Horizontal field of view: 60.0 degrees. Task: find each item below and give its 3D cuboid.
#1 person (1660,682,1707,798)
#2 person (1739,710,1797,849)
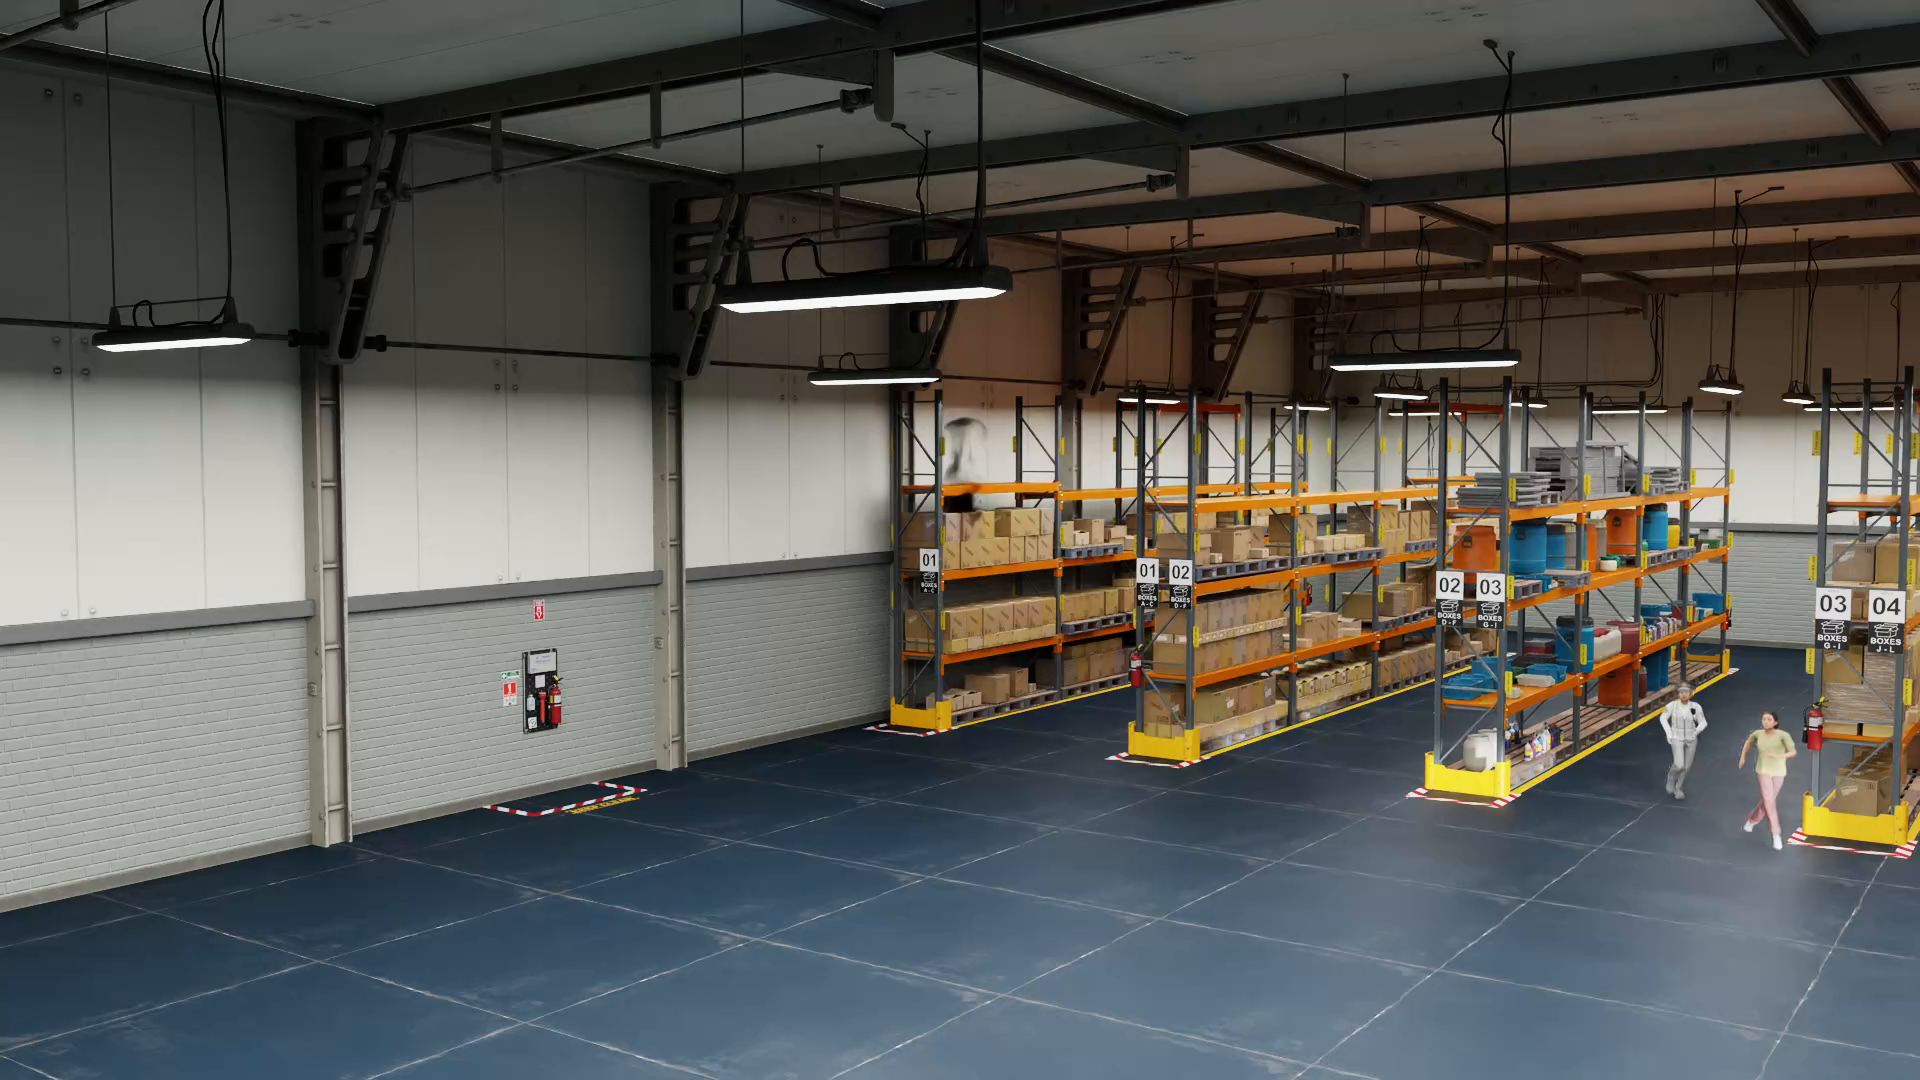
[{"bbox_3d":[10.260,2.847,23.543,0.598,1.662,0.544,1,3,15],"label":"person"},{"bbox_3d":[10.225,2.993,21.062,0.636,1.681,0.837,1,3,21],"label":"person"}]
